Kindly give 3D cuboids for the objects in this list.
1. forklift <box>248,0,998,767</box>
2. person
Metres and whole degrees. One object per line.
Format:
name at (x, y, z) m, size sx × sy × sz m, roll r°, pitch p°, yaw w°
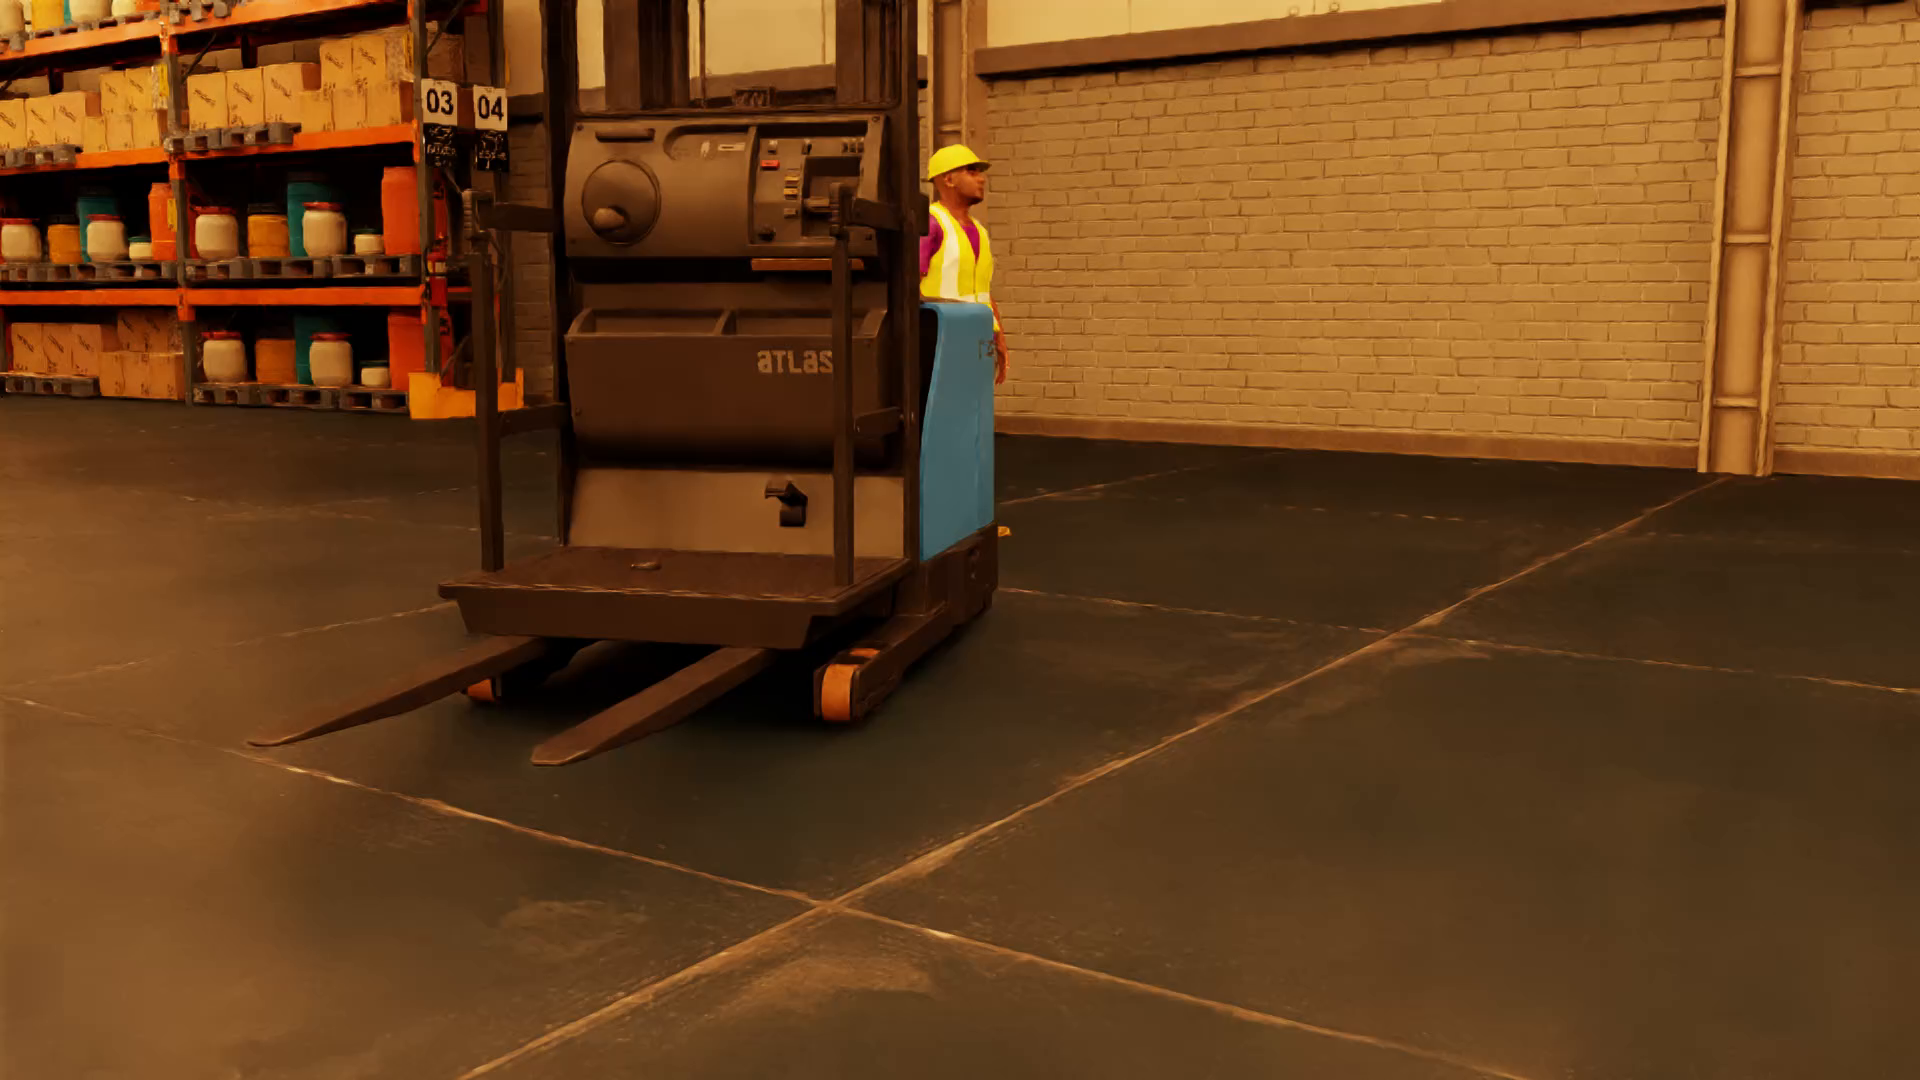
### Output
forklift at (-0.713, -1.032, 4.453) m, size 1.130 × 2.935 × 3.031 m, roll 2°, pitch 8°, yaw 14°
person at (0.055, -0.875, 7.435) m, size 0.576 × 1.766 × 0.665 m, roll 5°, pitch 10°, yaw 34°
